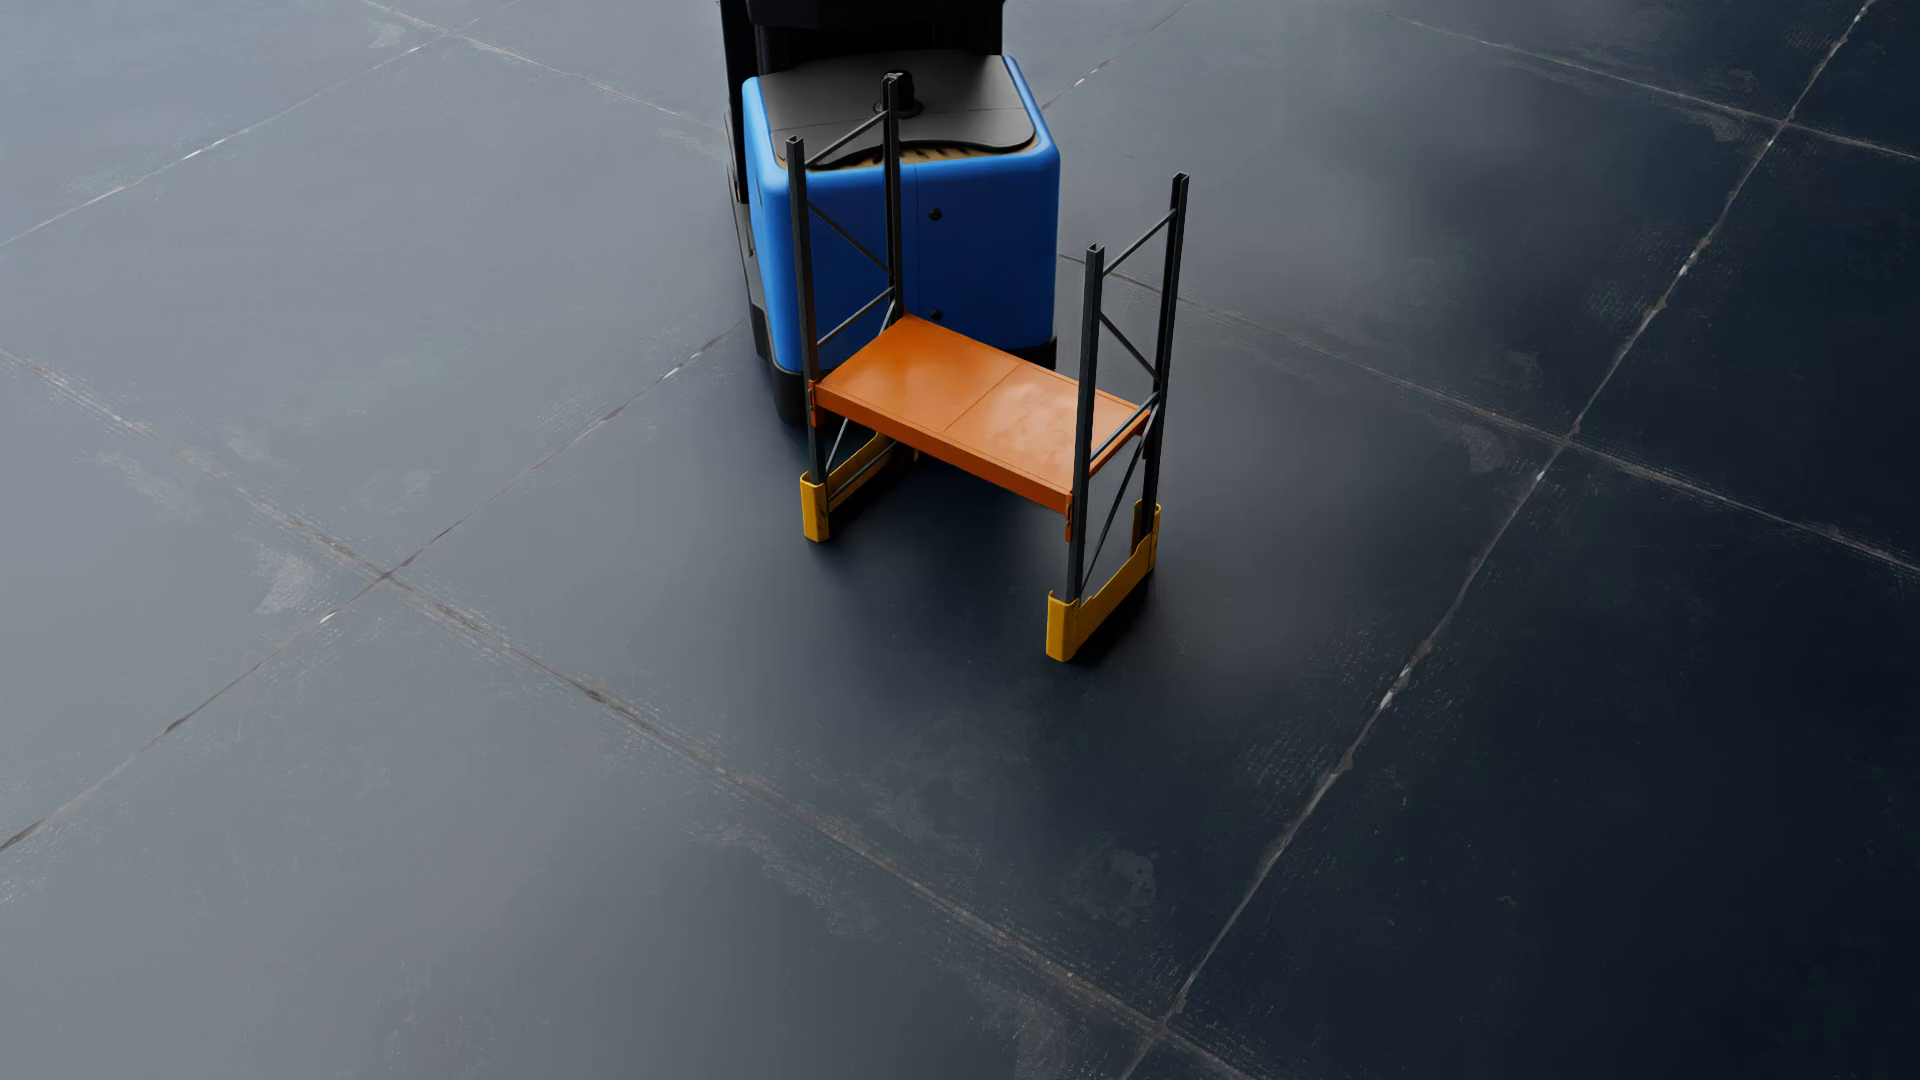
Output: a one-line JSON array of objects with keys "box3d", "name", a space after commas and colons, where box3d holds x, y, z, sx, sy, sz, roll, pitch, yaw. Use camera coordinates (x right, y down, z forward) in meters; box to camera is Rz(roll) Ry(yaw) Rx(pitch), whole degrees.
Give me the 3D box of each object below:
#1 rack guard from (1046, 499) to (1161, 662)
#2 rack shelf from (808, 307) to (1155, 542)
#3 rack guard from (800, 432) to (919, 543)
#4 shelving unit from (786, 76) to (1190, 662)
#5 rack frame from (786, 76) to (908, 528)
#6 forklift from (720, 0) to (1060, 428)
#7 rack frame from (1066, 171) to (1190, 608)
[{"box3d": [0.470, 0.127, 5.421, 0.087, 0.250, 0.587, 25, 48, 25], "name": "rack guard"}, {"box3d": [0.070, -0.392, 5.333, 1.000, 0.185, 0.538, 25, 48, 25], "name": "rack shelf"}, {"box3d": [-0.345, -0.255, 5.847, 0.087, 0.250, 0.587, 25, 48, 25], "name": "rack guard"}, {"box3d": [0.062, -0.530, 5.217, 1.083, 1.500, 0.587, 25, 48, 25], "name": "shelving unit"}, {"box3d": [-0.346, -0.721, 5.431, 0.032, 1.500, 0.500, 25, 48, 25], "name": "rack frame"}, {"box3d": [-0.423, -2.496, 6.341, 1.130, 2.935, 3.031, -7, 42, -8], "name": "forklift"}, {"box3d": [0.486, -0.332, 4.996, 0.032, 1.500, 0.500, 25, 48, 25], "name": "rack frame"}]
